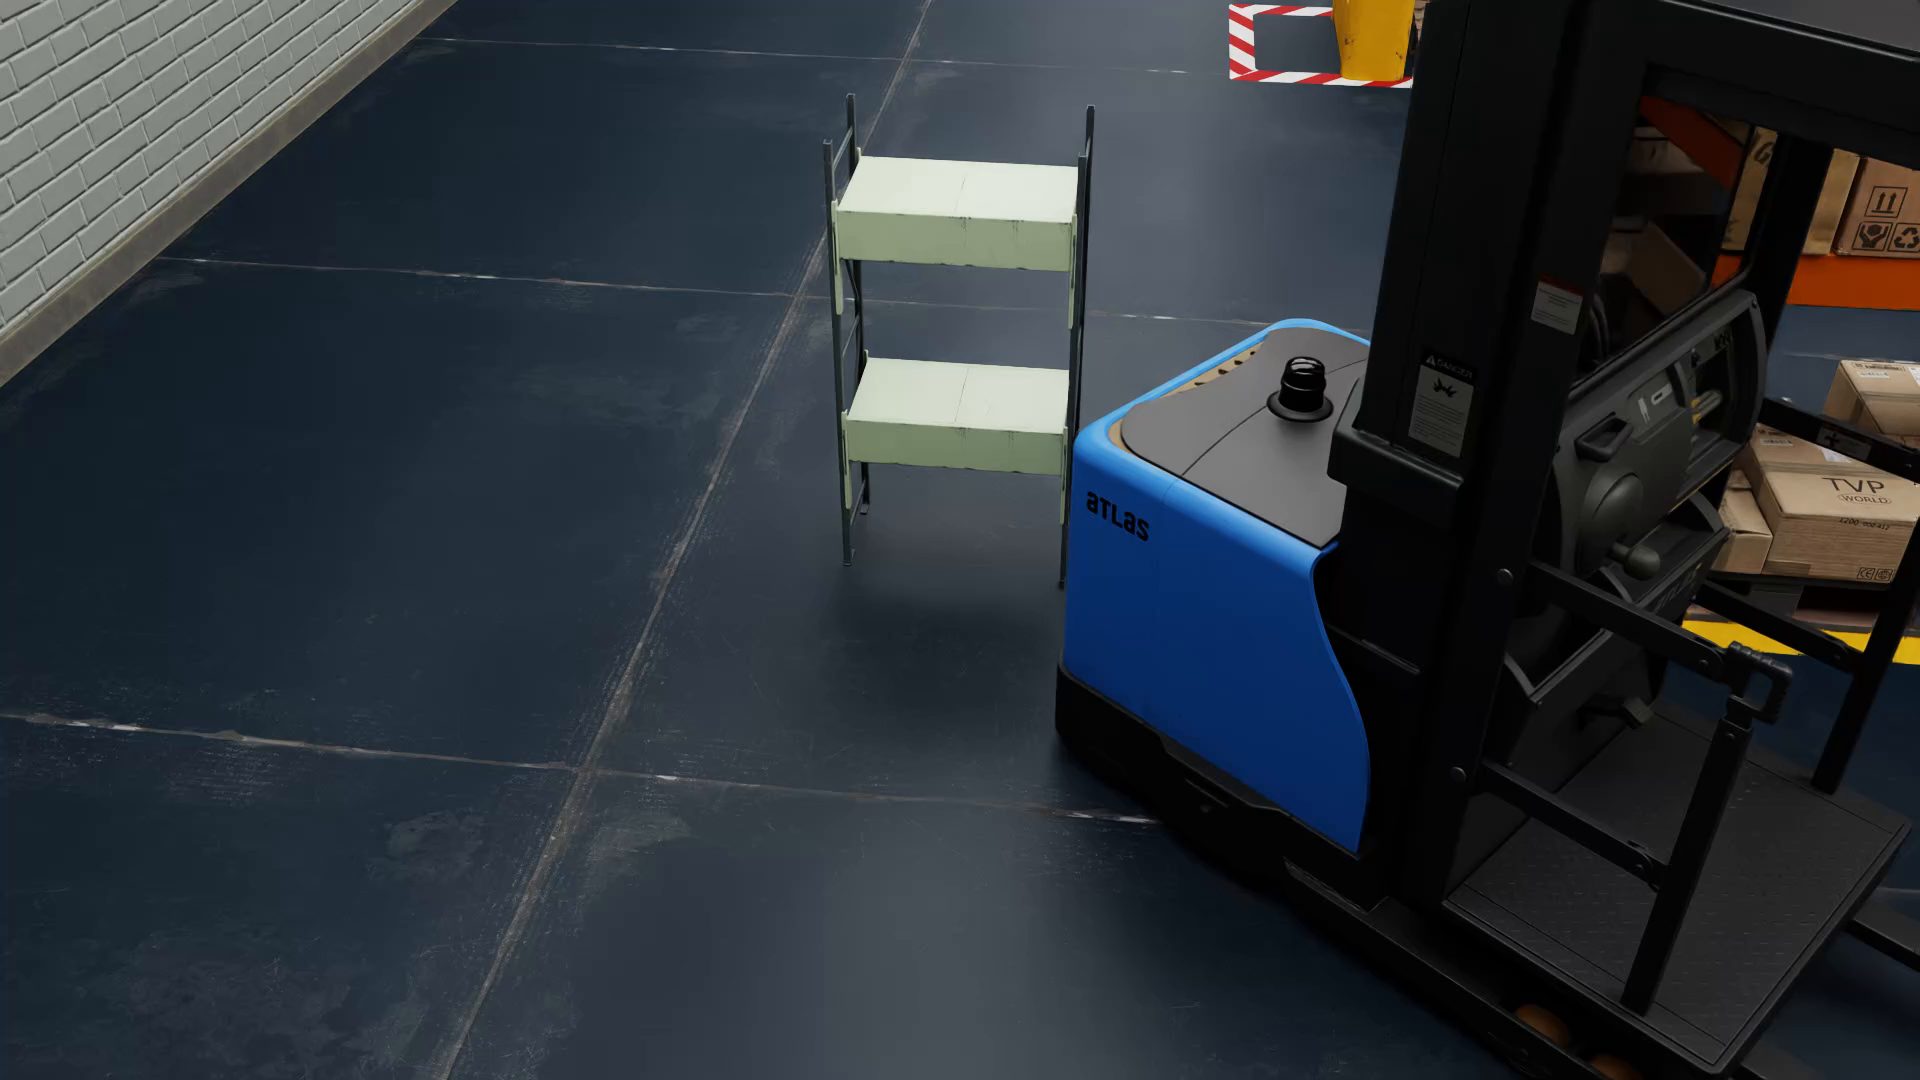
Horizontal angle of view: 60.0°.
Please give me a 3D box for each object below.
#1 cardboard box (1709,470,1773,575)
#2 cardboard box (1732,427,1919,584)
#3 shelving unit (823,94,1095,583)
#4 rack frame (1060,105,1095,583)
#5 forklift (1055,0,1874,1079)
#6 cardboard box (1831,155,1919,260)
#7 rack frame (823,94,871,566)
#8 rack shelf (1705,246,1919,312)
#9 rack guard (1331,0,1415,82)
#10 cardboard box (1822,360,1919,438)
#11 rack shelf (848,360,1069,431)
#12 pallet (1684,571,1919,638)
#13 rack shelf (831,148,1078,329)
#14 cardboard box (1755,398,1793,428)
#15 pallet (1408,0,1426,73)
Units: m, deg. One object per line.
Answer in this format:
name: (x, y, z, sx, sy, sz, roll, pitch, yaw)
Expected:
cardboard box: (2.411, -0.075, 5.333, 0.250, 0.166, 0.380, 4, 36, 6)
cardboard box: (2.790, -0.116, 5.318, 0.500, 0.250, 0.500, 4, 36, 6)
shelving unit: (0.007, -0.610, 5.314, 0.755, 1.500, 0.431, 4, 36, 6)
rack frame: (0.370, -0.583, 5.276, 0.023, 1.500, 0.400, 4, 36, 6)
forklift: (1.665, -0.178, 3.476, 1.130, 2.935, 3.031, -29, 45, -35)
cardboard box: (2.710, -1.117, 4.647, 0.500, 0.500, 0.500, 4, 36, 5)
rack frame: (-0.356, -0.637, 5.352, 0.023, 1.500, 0.400, 4, 36, 6)
rack shelf: (3.775, -0.856, 4.986, 4.000, 0.370, 1.077, 4, 36, 6)
rack guard: (2.400, -3.127, 9.701, 0.348, 0.500, 1.175, 4, 36, 6)
cardboard box: (3.300, -0.370, 5.675, 0.500, 0.250, 0.500, 4, 36, 6)
rack shelf: (0.007, -0.424, 5.446, 0.686, 0.124, 0.368, 4, 36, 6)
pallet: (2.658, -0.097, 5.705, 1.213, 0.211, 1.003, 4, 36, 6)
rack shelf: (0.007, -0.928, 5.087, 0.720, 0.370, 0.431, 4, 36, 6)
cardboard box: (2.752, -0.342, 5.708, 0.250, 0.166, 0.380, 4, 36, 6)
pallet: (3.239, -2.932, 9.676, 1.213, 0.211, 1.003, 4, 36, 6)
